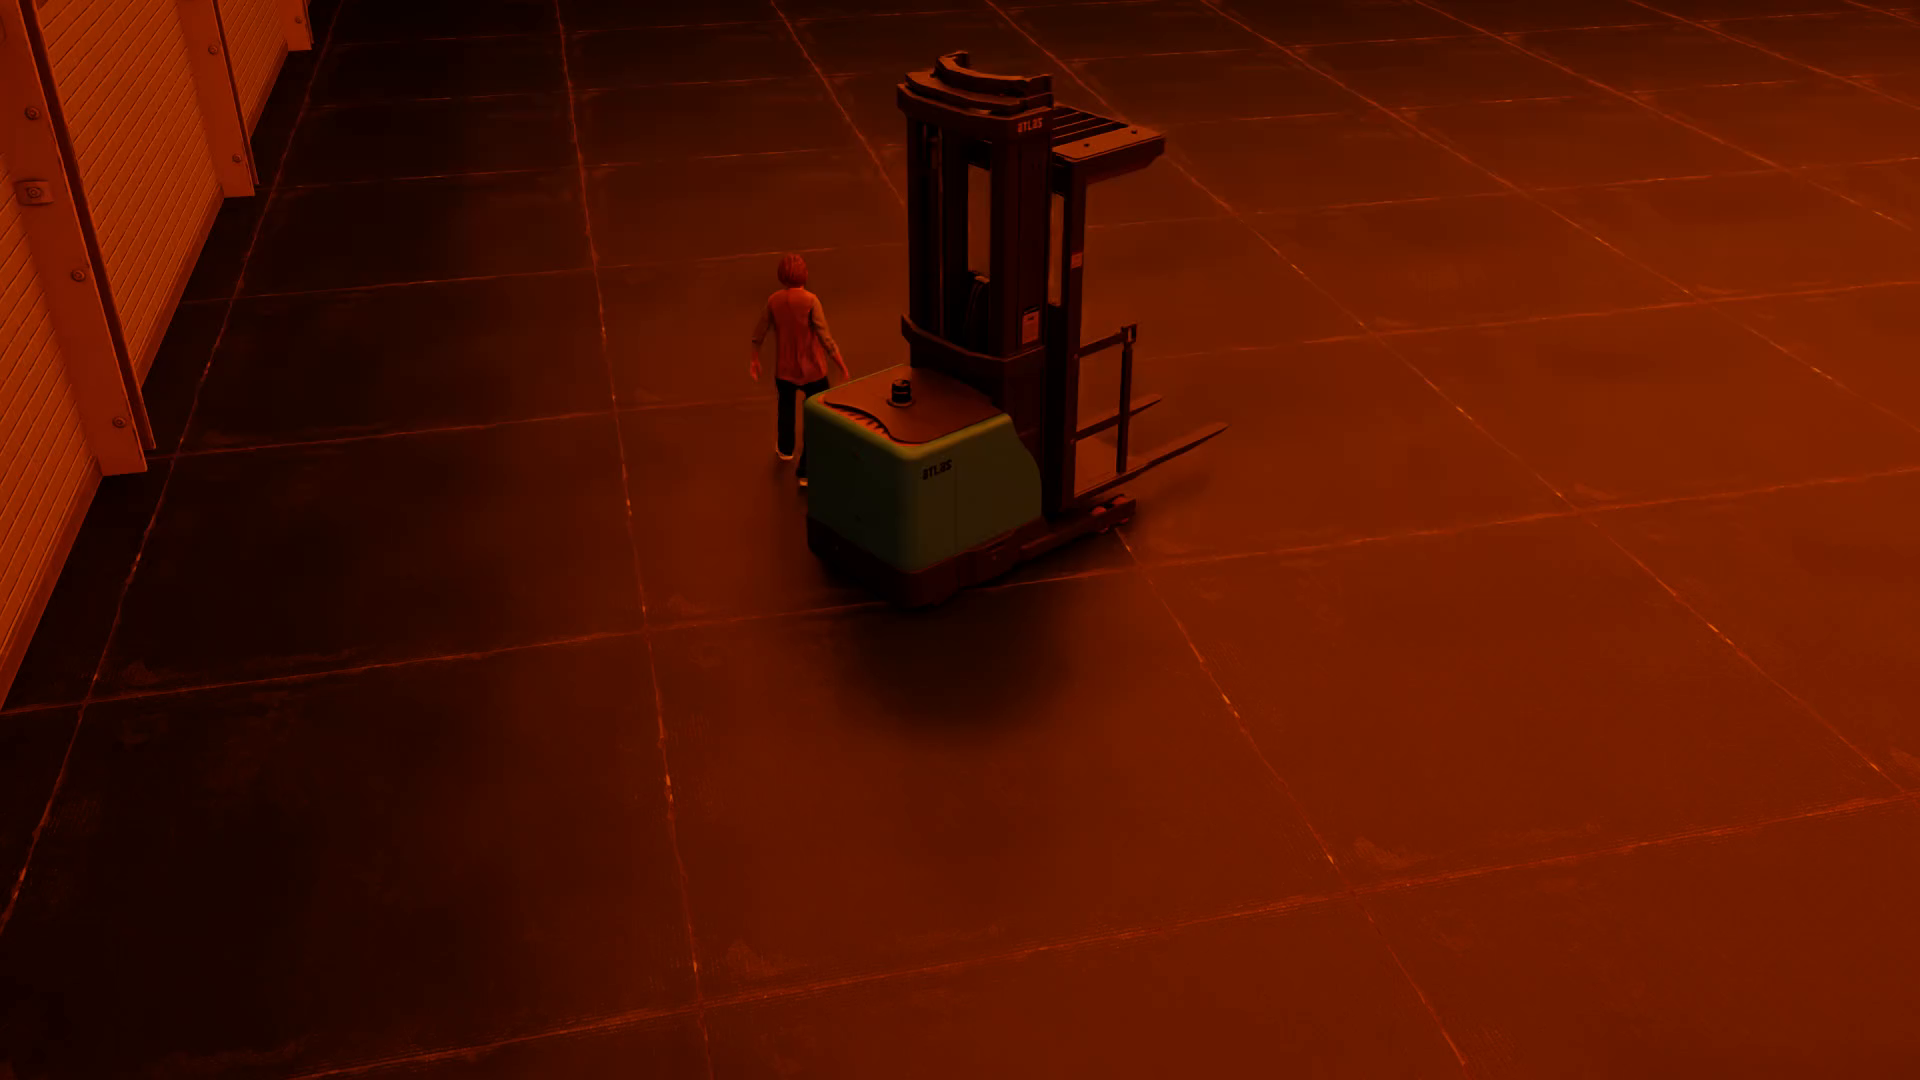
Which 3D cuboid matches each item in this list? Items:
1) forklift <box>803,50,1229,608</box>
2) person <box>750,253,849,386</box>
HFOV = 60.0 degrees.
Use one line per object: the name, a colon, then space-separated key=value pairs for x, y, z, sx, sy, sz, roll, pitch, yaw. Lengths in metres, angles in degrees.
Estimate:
forklift: x=0.495 y=-1.488 z=10.144 sx=3.031 sy=2.935 sz=1.130 roll=-24 pitch=38 yaw=-35
person: x=-1.034 y=-1.396 z=10.713 sx=0.704 sy=0.867 sz=0.312 roll=12 pitch=32 yaw=20
